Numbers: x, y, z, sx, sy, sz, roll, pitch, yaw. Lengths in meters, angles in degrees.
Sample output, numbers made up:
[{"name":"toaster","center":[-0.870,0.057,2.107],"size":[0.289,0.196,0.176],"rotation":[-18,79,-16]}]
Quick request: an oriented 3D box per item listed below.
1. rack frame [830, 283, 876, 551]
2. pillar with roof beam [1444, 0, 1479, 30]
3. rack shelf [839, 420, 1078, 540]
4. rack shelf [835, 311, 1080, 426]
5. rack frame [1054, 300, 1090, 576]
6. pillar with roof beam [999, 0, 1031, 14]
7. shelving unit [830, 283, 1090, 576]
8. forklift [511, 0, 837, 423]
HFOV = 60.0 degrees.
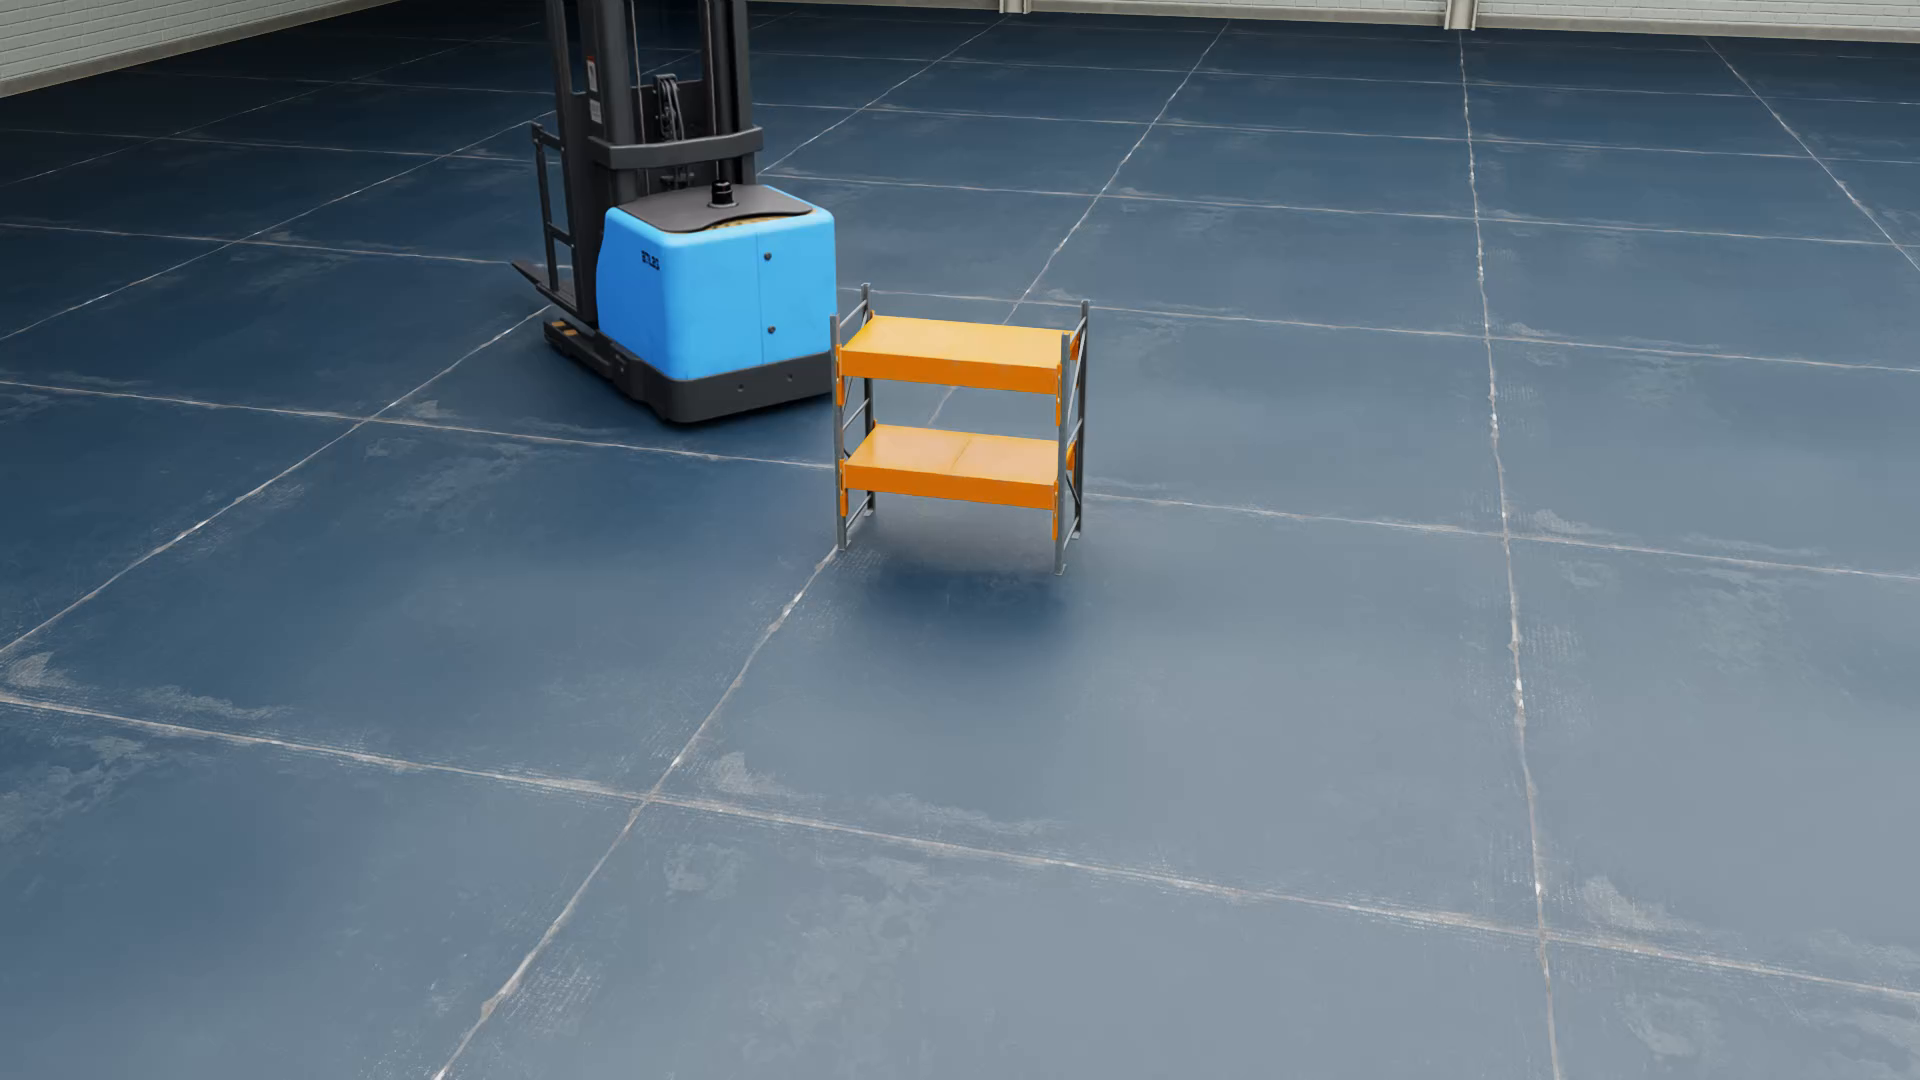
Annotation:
[{"name":"rack frame","center":[-0.486,-0.562,7.621],"size":[0.032,1.125,0.500],"rotation":[6,26,13]},{"name":"pillar with roof beam","center":[5.515,-9.026,16.240],"size":[0.400,9.000,9.100],"rotation":[6,26,13]},{"name":"rack shelf","center":[0.007,-0.286,7.612],"size":[1.000,0.278,0.538],"rotation":[6,26,13]},{"name":"rack shelf","center":[0.007,-0.771,7.381],"size":[1.000,0.278,0.538],"rotation":[6,26,13]},{"name":"rack frame","center":[0.499,-0.453,7.392],"size":[0.032,1.125,0.500],"rotation":[6,26,13]},{"name":"pillar with roof beam","center":[-0.296,-9.668,17.589],"size":[0.400,9.000,9.100],"rotation":[6,26,13]},{"name":"shelving unit","center":[0.007,-0.507,7.507],"size":[1.048,1.125,0.538],"rotation":[6,26,13]},{"name":"forklift","center":[-1.899,-2.534,9.663],"size":[1.130,2.935,3.031],"rotation":[-16,30,-30]}]
